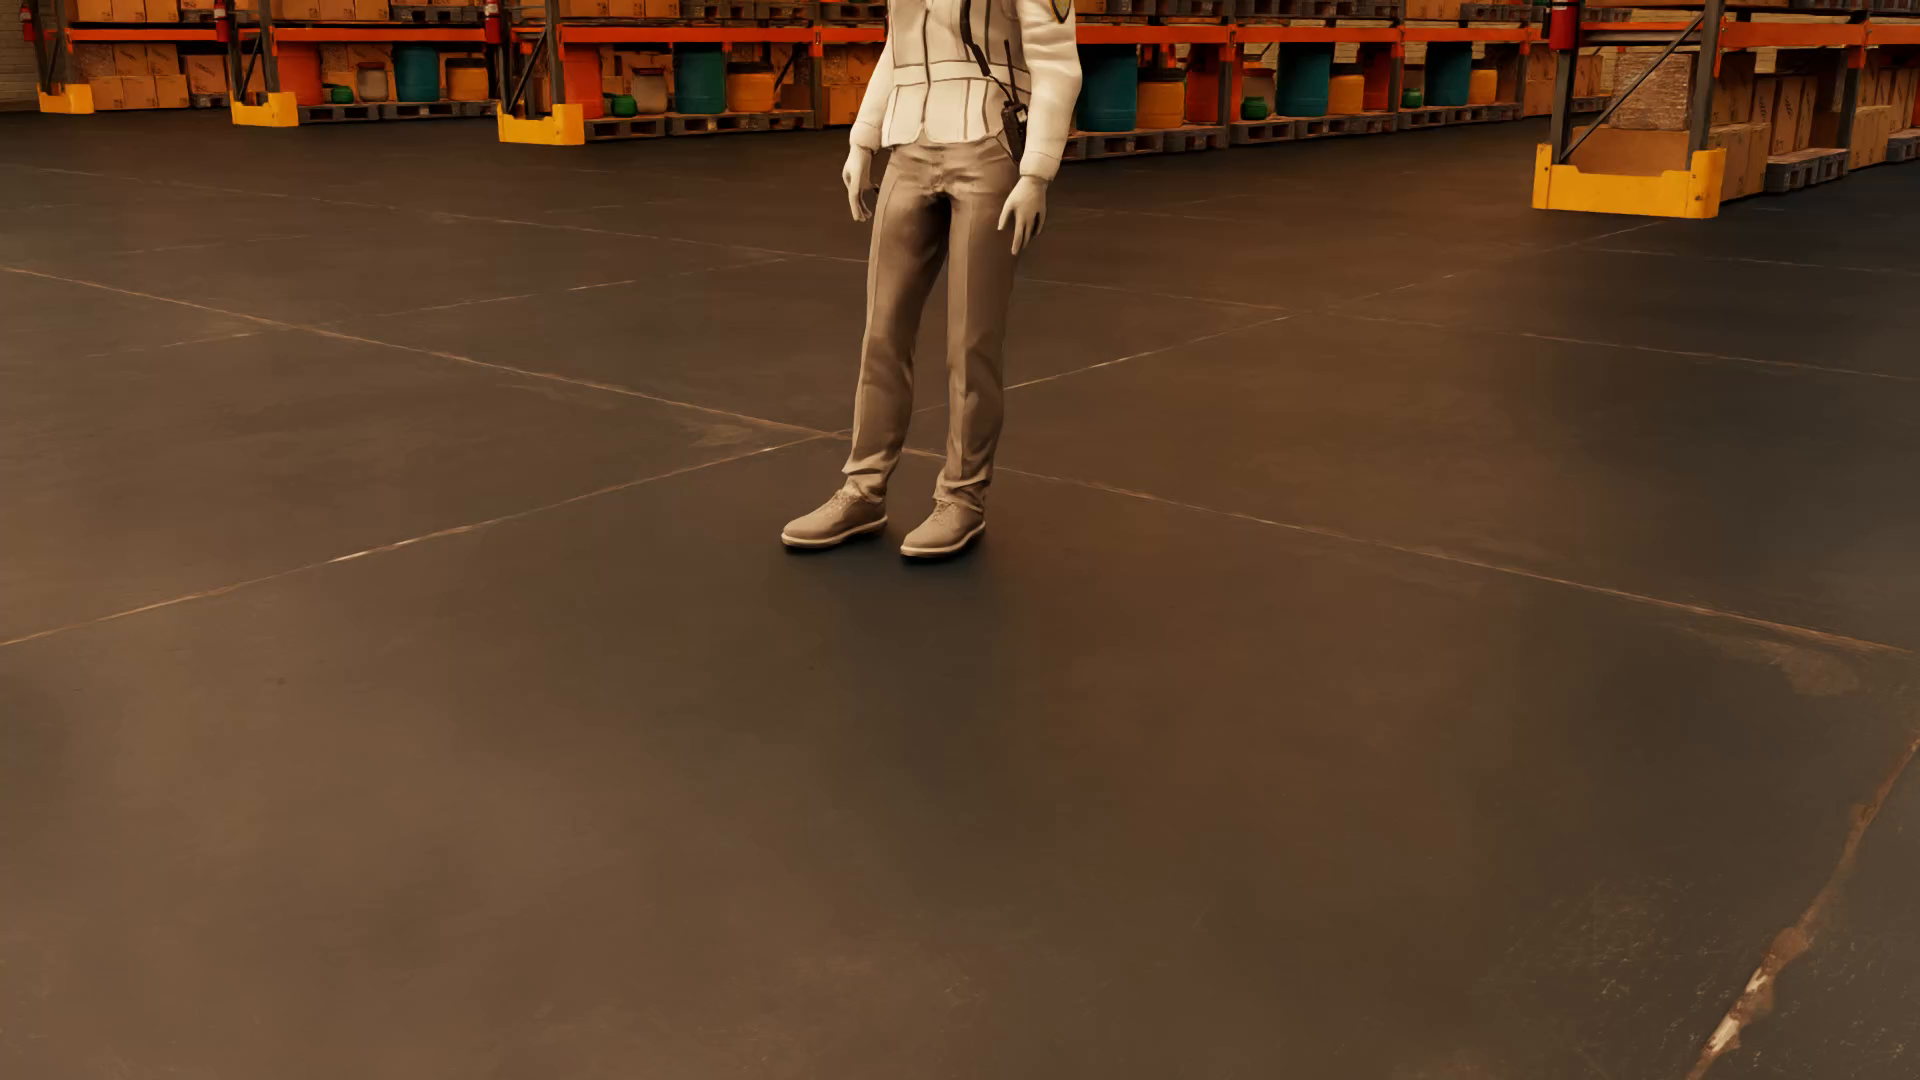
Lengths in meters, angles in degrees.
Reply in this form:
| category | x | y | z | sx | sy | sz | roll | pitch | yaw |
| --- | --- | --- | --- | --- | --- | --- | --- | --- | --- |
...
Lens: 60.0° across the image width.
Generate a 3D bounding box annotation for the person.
| category | x | y | z | sx | sy | sz | roll | pitch | yaw |
| --- | --- | --- | --- | --- | --- | --- | --- | --- | --- |
| person | -0.049 | -0.804 | 3.648 | 0.586 | 1.694 | 0.531 | 13 | 21 | 37 |
